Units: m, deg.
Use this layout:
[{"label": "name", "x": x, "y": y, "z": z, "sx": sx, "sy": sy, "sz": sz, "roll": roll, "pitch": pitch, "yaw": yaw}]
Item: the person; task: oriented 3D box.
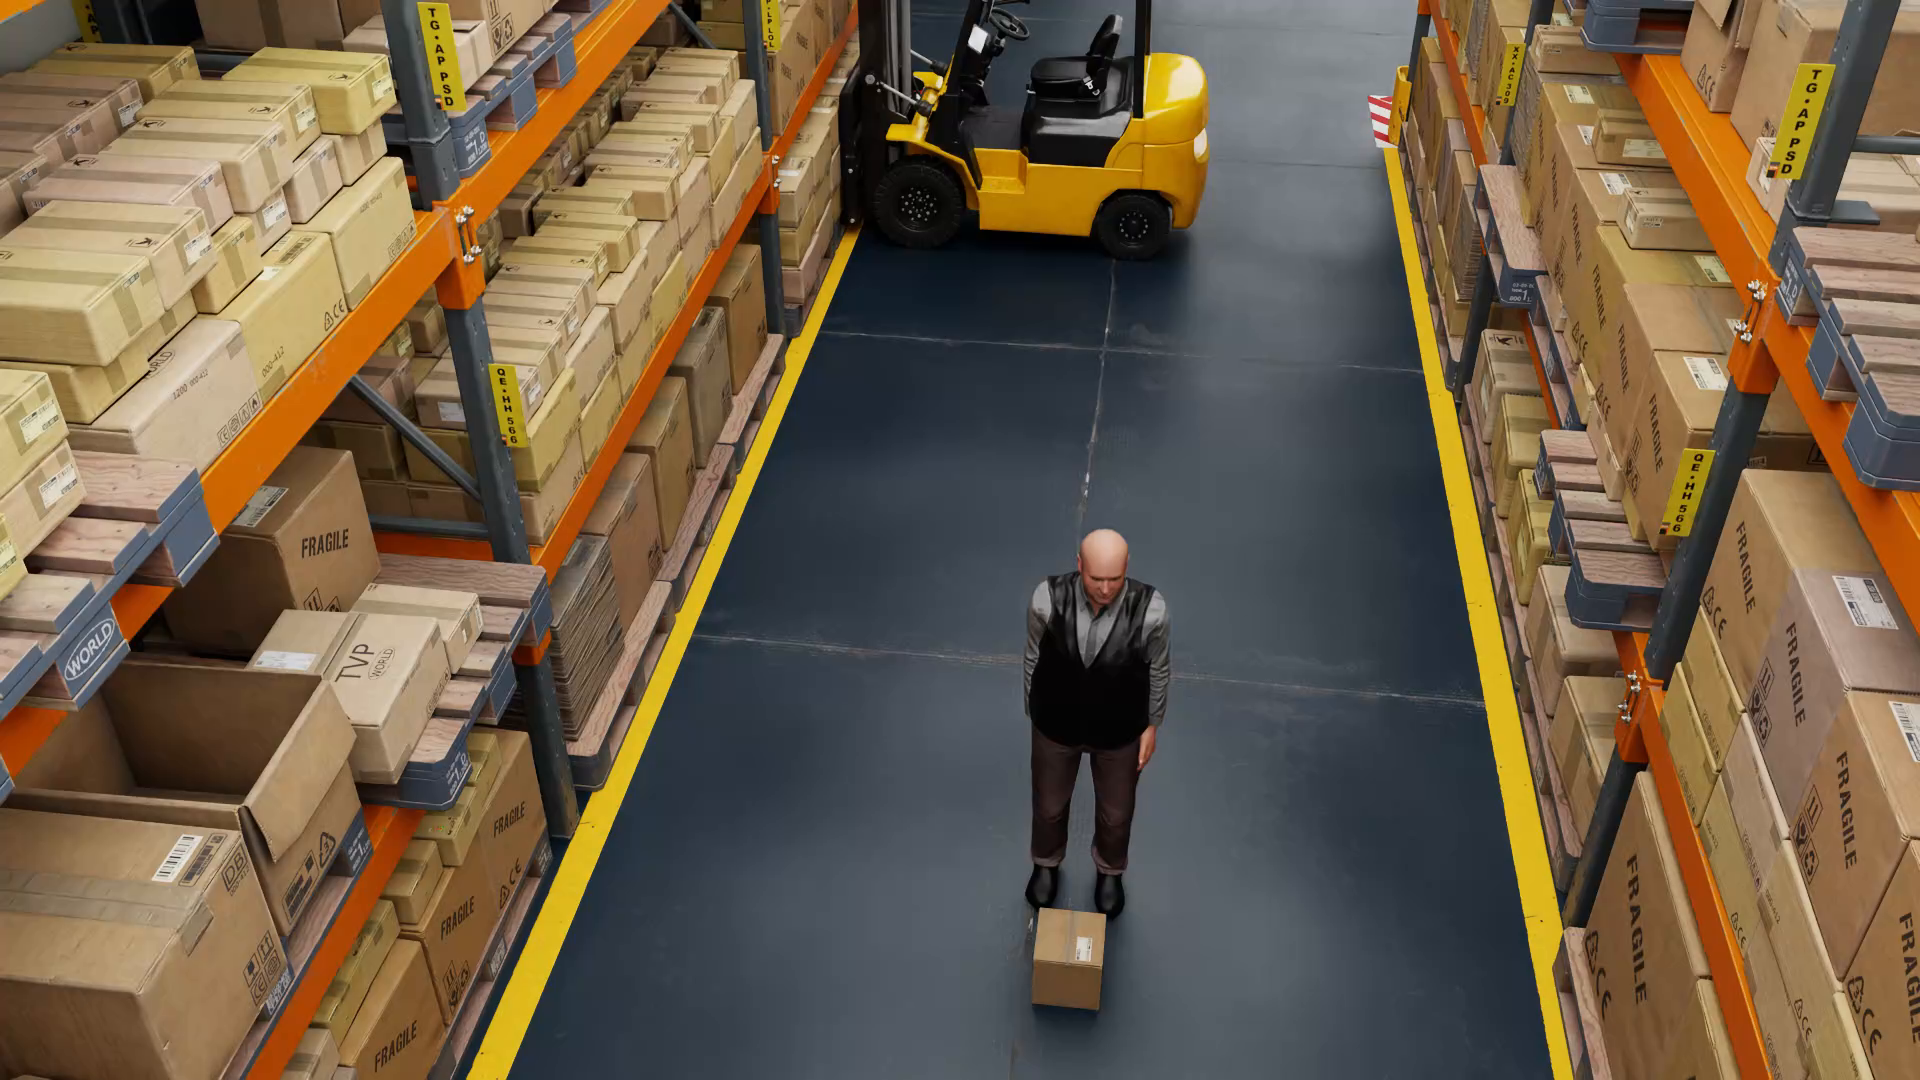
[{"label": "person", "x": 0.490, "y": 0.682, "z": 6.127, "sx": 0.533, "sy": 1.715, "sz": 0.359, "roll": 5, "pitch": 36, "yaw": 7}]
